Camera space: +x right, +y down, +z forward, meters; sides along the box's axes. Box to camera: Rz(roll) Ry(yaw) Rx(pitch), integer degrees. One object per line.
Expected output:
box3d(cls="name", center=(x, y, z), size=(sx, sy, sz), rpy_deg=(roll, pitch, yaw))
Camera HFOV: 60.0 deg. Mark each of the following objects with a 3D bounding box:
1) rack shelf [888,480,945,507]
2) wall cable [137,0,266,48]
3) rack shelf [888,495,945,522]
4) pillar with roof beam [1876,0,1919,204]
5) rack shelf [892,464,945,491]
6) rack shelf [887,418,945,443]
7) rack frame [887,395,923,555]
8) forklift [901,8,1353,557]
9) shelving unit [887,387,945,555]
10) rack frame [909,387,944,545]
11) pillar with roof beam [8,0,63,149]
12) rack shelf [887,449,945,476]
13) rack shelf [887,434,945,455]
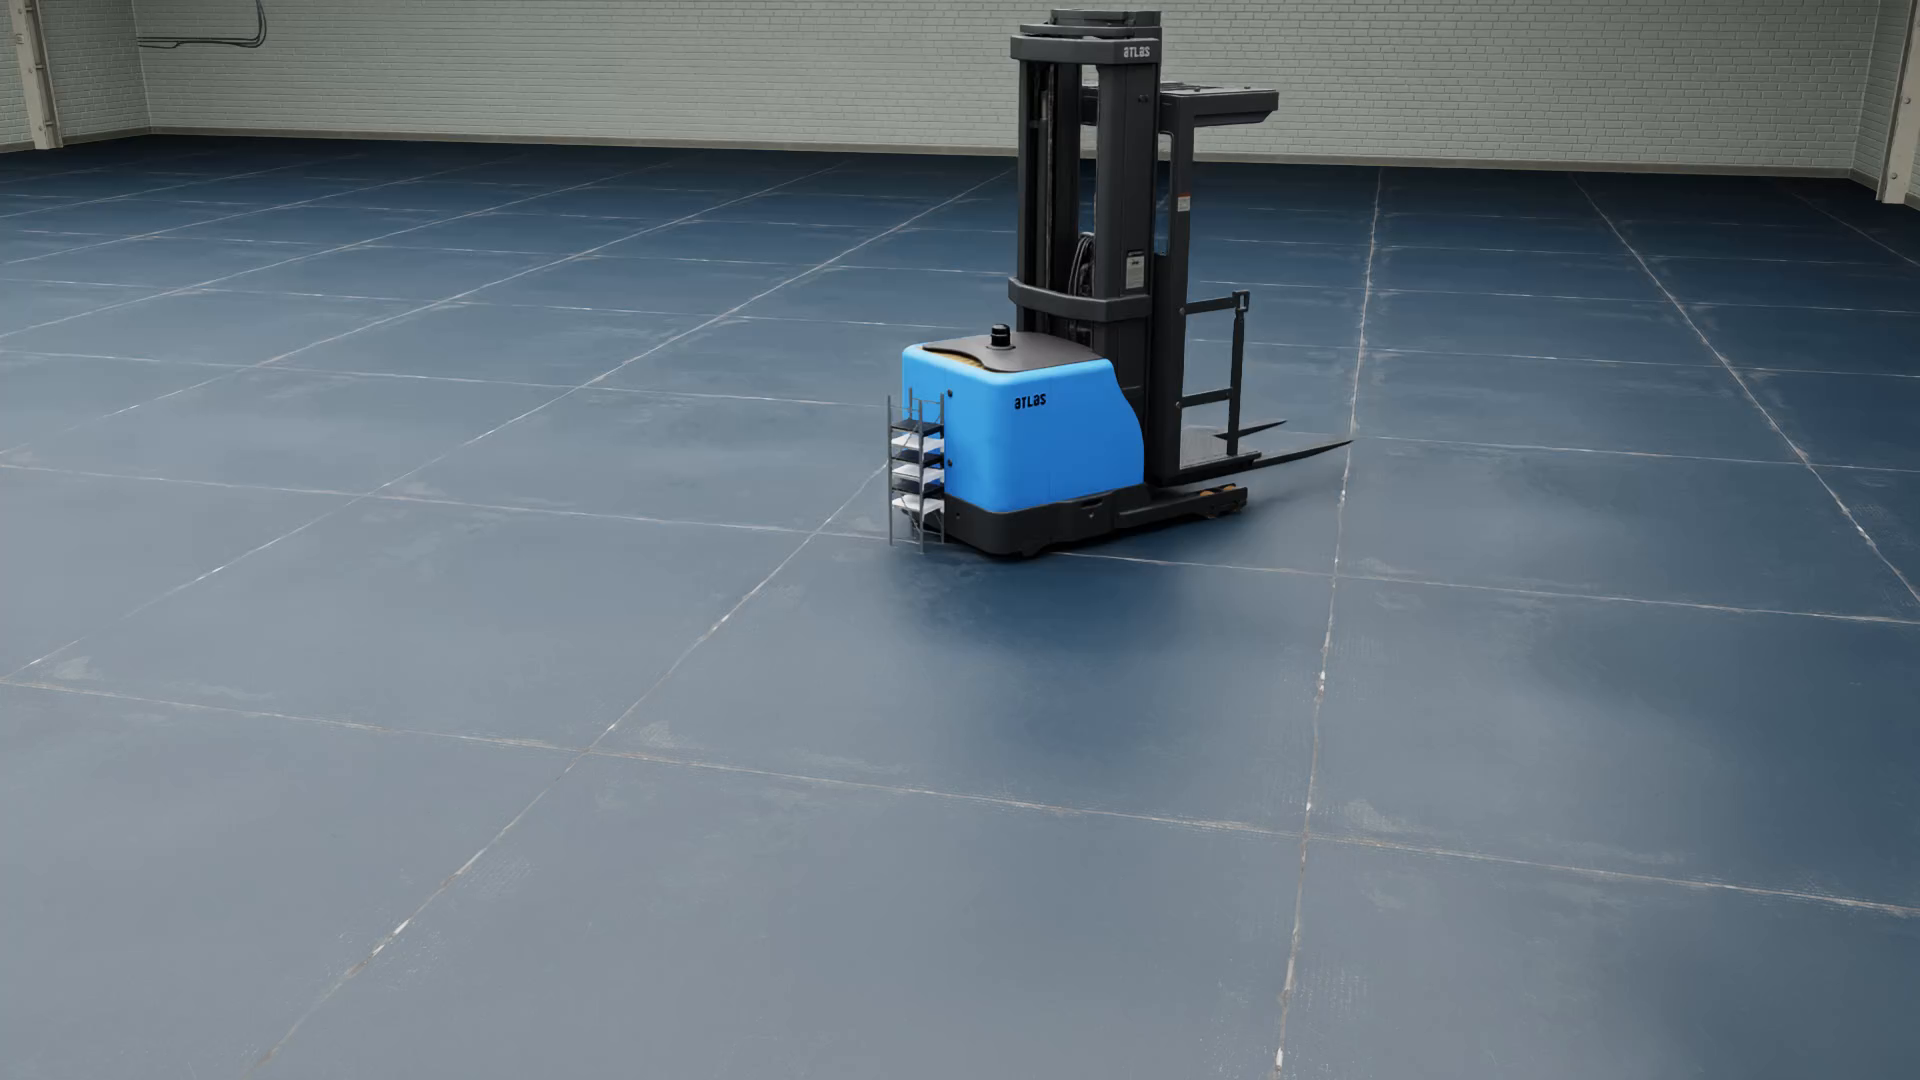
box3d(cls="rack shelf", center=(-0.248, -0.274, 9.478), size=(0.258, 0.077, 0.200), rpy_deg=(13, 23, 33))
box3d(cls="wall cable", center=(-15.124, -10.975, 32.700), size=(3.097, 2.526, 0.112), rpy_deg=(5, 19, 13))
box3d(cls="rack shelf", center=(-0.248, -0.189, 9.507), size=(0.258, 0.077, 0.200), rpy_deg=(13, 23, 33))
box3d(cls="pillar with roof beam", center=(9.244, -9.477, 23.513), size=(9.100, 9.000, 0.400), rpy_deg=(5, 19, 13))
box3d(cls="rack shelf", center=(-0.248, -0.359, 9.449), size=(0.258, 0.077, 0.200), rpy_deg=(13, 23, 33))
box3d(cls="rack shelf", center=(-0.248, -0.614, 9.362), size=(0.258, 0.077, 0.200), rpy_deg=(13, 23, 33))
box3d(cls="rack frame", center=(-0.307, -0.364, 9.360), size=(0.240, 0.900, 0.006), rpy_deg=(13, 23, 33))
box3d(cls="forklift", center=(1.150, -1.643, 9.964), size=(3.031, 2.935, 1.130), rpy_deg=(-13, 23, -33))
box3d(cls="shelving unit", center=(-0.248, -0.390, 9.438), size=(0.258, 0.900, 0.210), rpy_deg=(13, 23, 33))
box3d(cls="rack frame", center=(-0.190, -0.417, 9.517), size=(0.240, 0.900, 0.006), rpy_deg=(13, 23, 33))
box3d(cls="pillar with roof beam", center=(-12.952, -11.285, 28.805), size=(9.100, 9.000, 0.400), rpy_deg=(5, 19, 13))
box3d(cls="rack shelf", center=(-0.248, -0.444, 9.420), size=(0.258, 0.077, 0.200), rpy_deg=(13, 23, 33))
box3d(cls="rack shelf", center=(-0.248, -0.529, 9.391), size=(0.258, 0.077, 0.200), rpy_deg=(13, 23, 33))
